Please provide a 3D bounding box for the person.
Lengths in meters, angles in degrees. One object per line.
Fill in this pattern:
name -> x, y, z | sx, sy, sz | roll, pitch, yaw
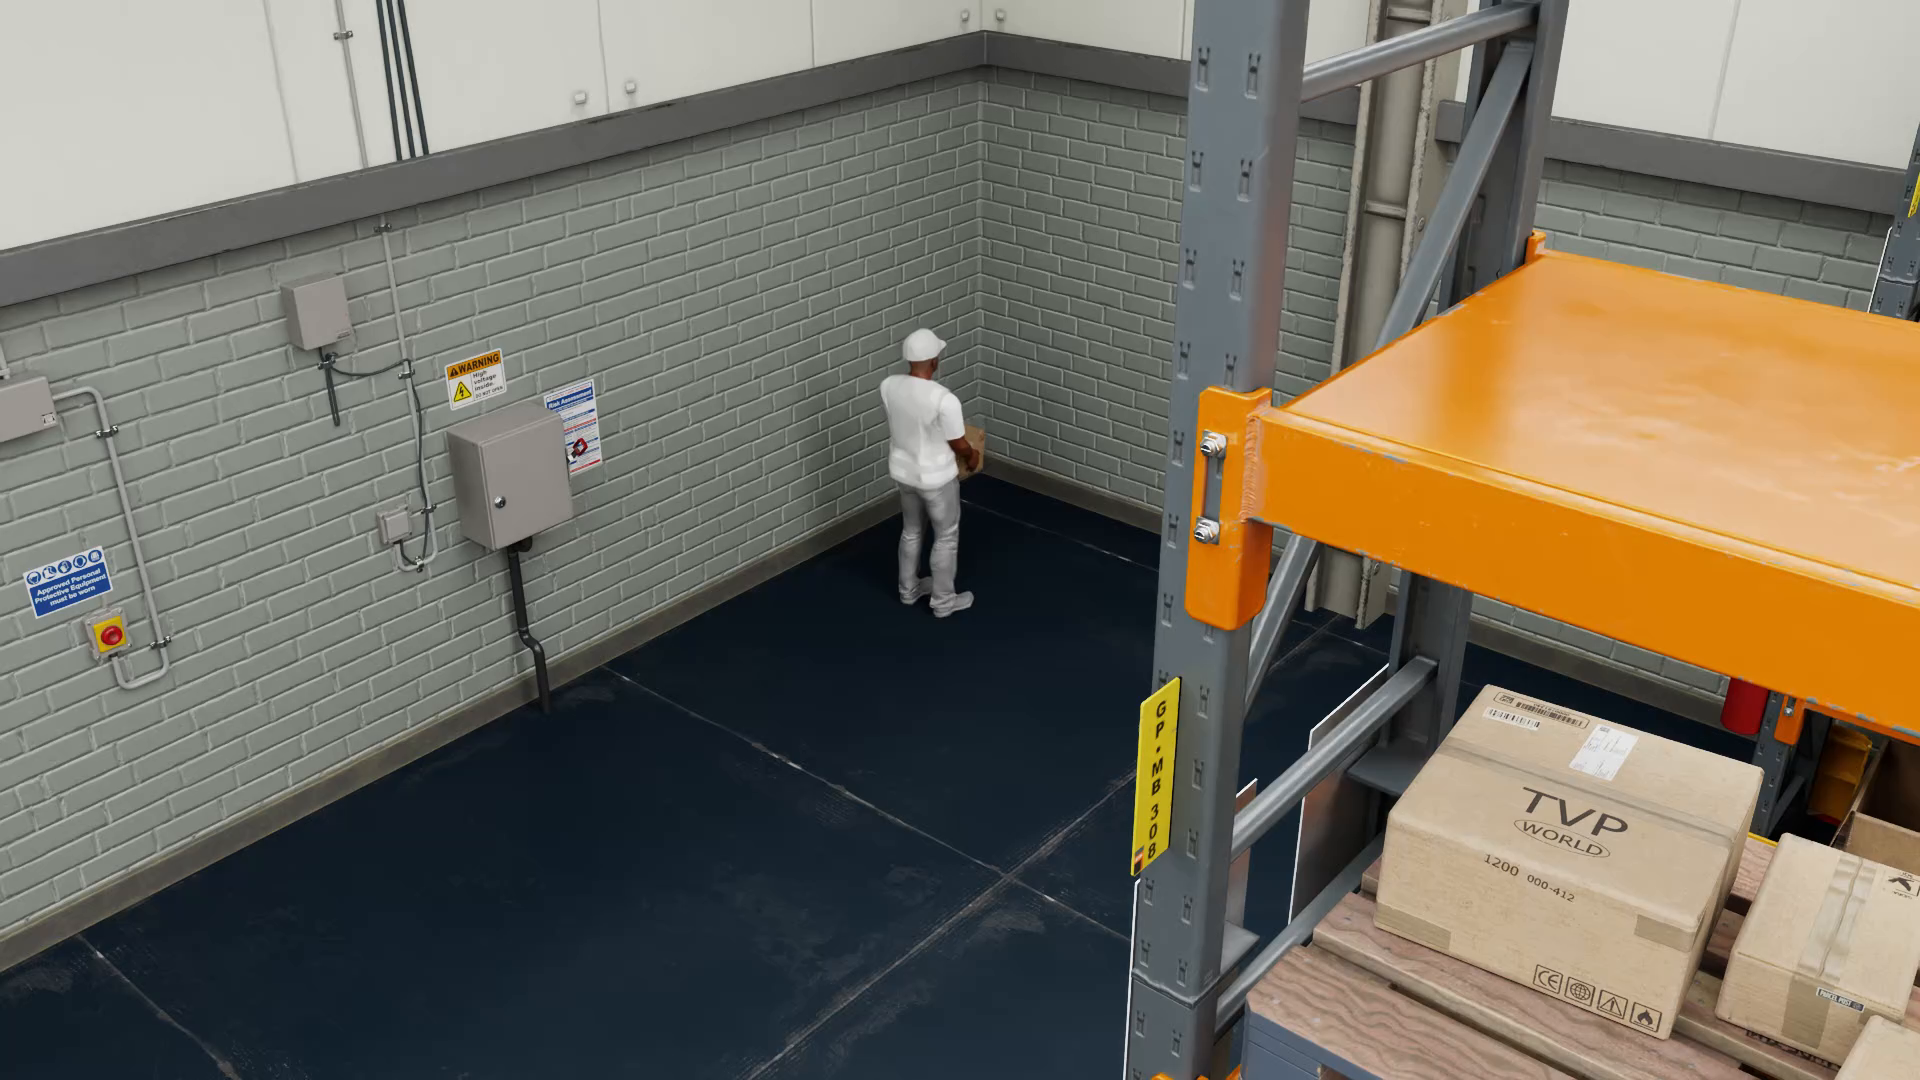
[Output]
person -> -0.156, -0.422, 9.831 | 0.553, 1.769, 0.532 | 20, 33, 34
